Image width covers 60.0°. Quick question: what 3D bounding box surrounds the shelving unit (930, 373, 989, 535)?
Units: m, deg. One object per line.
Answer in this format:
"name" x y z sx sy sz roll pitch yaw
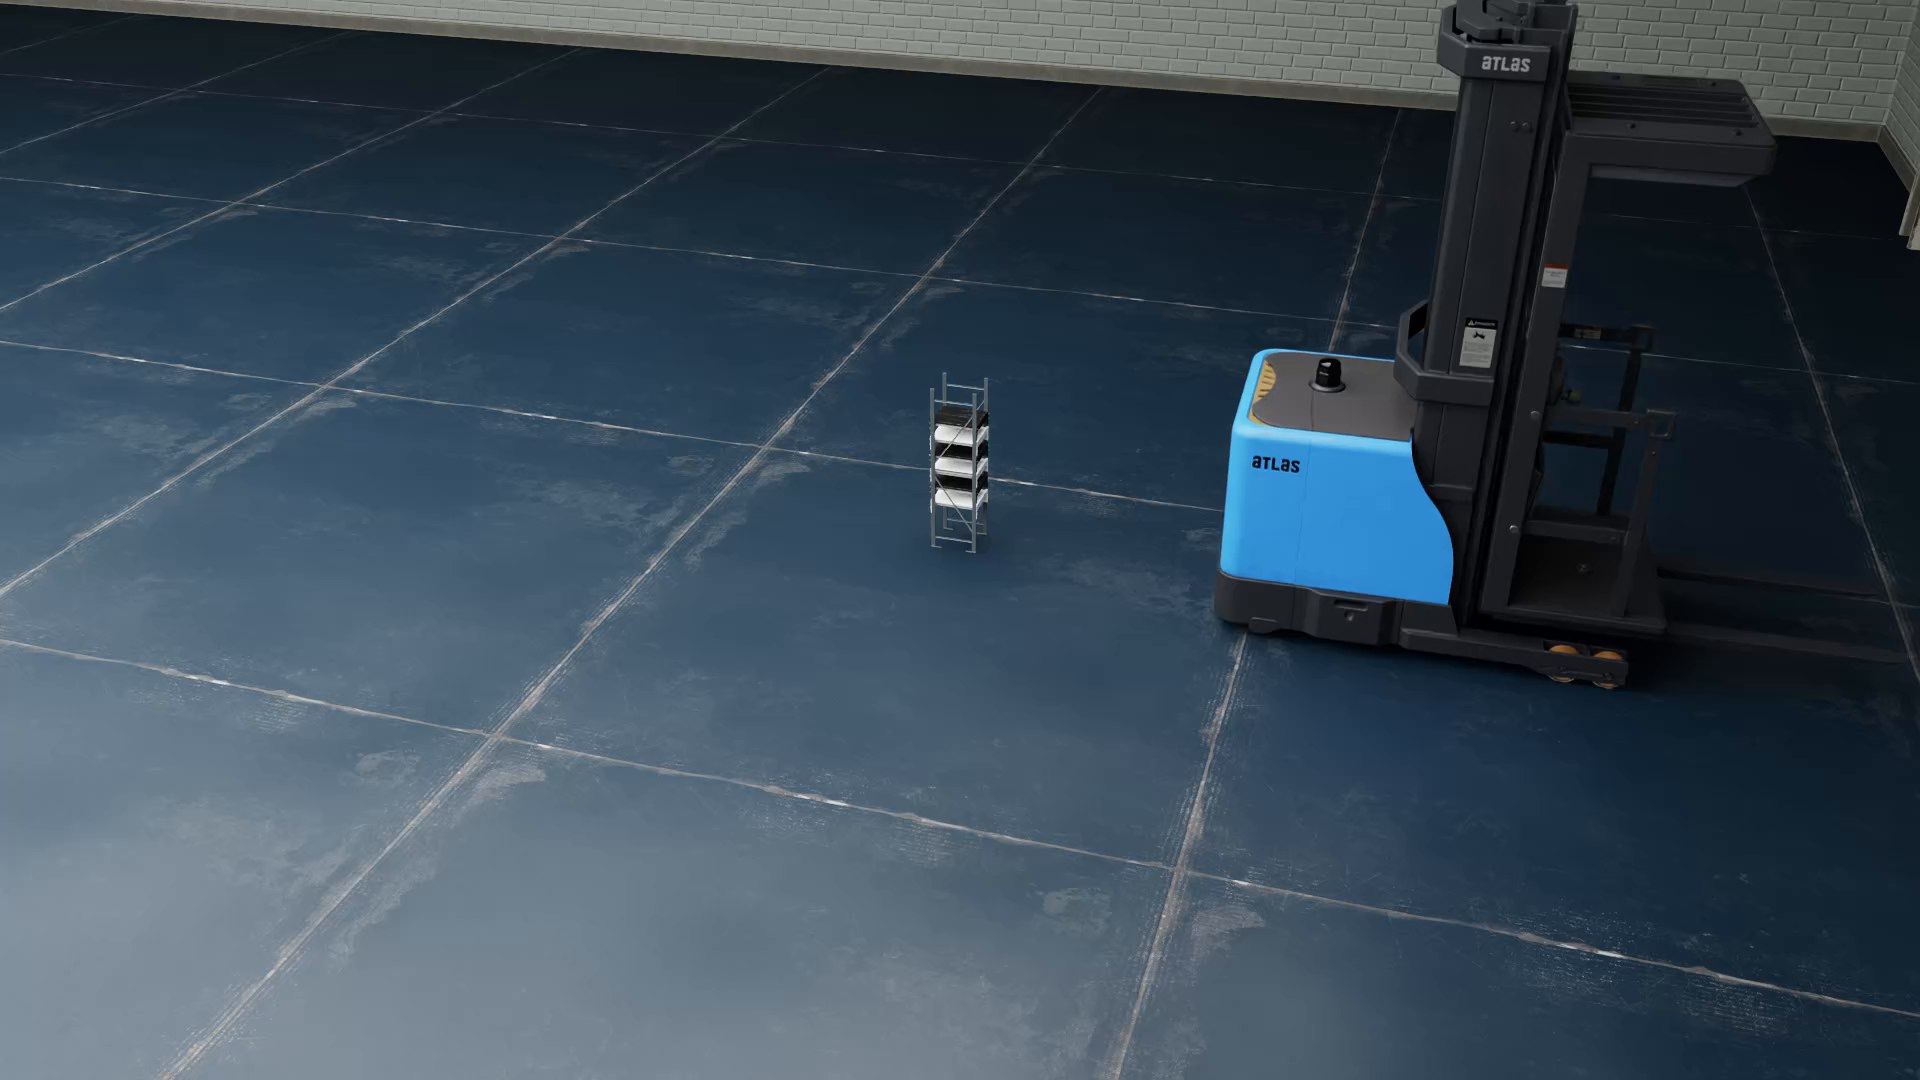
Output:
"shelving unit" -0.002 -0.391 8.526 0.258 0.900 0.205 8 30 15

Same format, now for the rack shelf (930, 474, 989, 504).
"rack shelf" -0.002 -0.282 8.584 0.258 0.077 0.200 8 30 15

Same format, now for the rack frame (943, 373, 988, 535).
"rack frame" 0.027 -0.437 8.609 0.240 0.900 0.006 8 30 15

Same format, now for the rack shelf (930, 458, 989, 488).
"rack shelf" -0.002 -0.360 8.541 0.258 0.077 0.200 8 30 15

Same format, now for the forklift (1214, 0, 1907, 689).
"forklift" 2.795 -0.867 7.359 3.031 2.867 1.129 8 30 13

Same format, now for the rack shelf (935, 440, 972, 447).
"rack shelf" -0.002 -0.531 8.446 0.199 0.015 0.184 8 30 15

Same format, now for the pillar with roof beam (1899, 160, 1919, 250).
"pillar with roof beam" 3.368 -6.852 11.811 9.100 9.000 0.400 8 30 15

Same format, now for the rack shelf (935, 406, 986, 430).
"rack shelf" -0.002 -0.614 8.399 0.221 0.026 0.190 8 30 15

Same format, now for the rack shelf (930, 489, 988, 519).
"rack shelf" -0.002 -0.203 8.628 0.258 0.077 0.200 8 30 15

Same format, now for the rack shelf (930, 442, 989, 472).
"rack shelf" -0.002 -0.439 8.497 0.258 0.077 0.200 8 30 15
